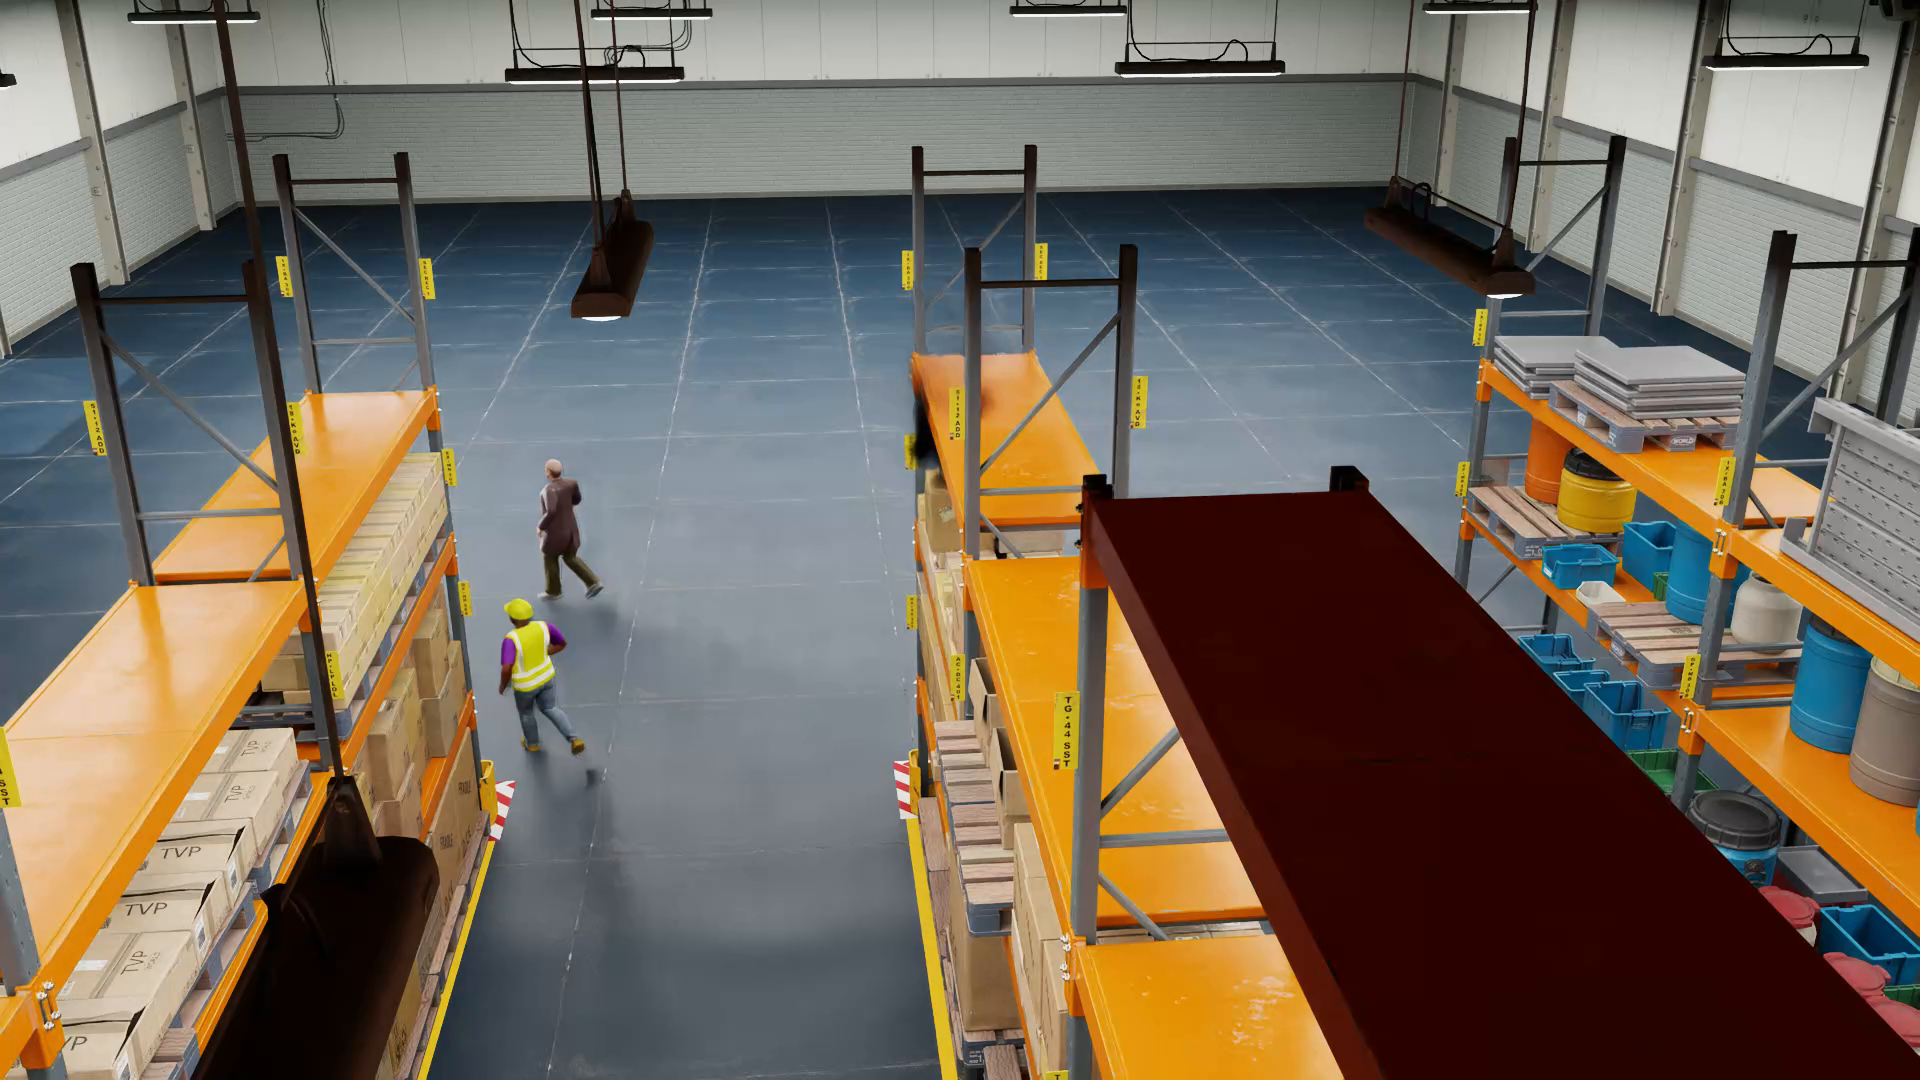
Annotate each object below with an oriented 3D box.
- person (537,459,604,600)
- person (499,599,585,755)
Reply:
[{"bbox_3d":[-4.637,-0.033,19.448,0.933,1.701,0.734,12,24,27],"label":"person"},{"bbox_3d":[-4.105,1.348,15.873,0.942,1.738,0.774,16,27,35],"label":"person"}]
